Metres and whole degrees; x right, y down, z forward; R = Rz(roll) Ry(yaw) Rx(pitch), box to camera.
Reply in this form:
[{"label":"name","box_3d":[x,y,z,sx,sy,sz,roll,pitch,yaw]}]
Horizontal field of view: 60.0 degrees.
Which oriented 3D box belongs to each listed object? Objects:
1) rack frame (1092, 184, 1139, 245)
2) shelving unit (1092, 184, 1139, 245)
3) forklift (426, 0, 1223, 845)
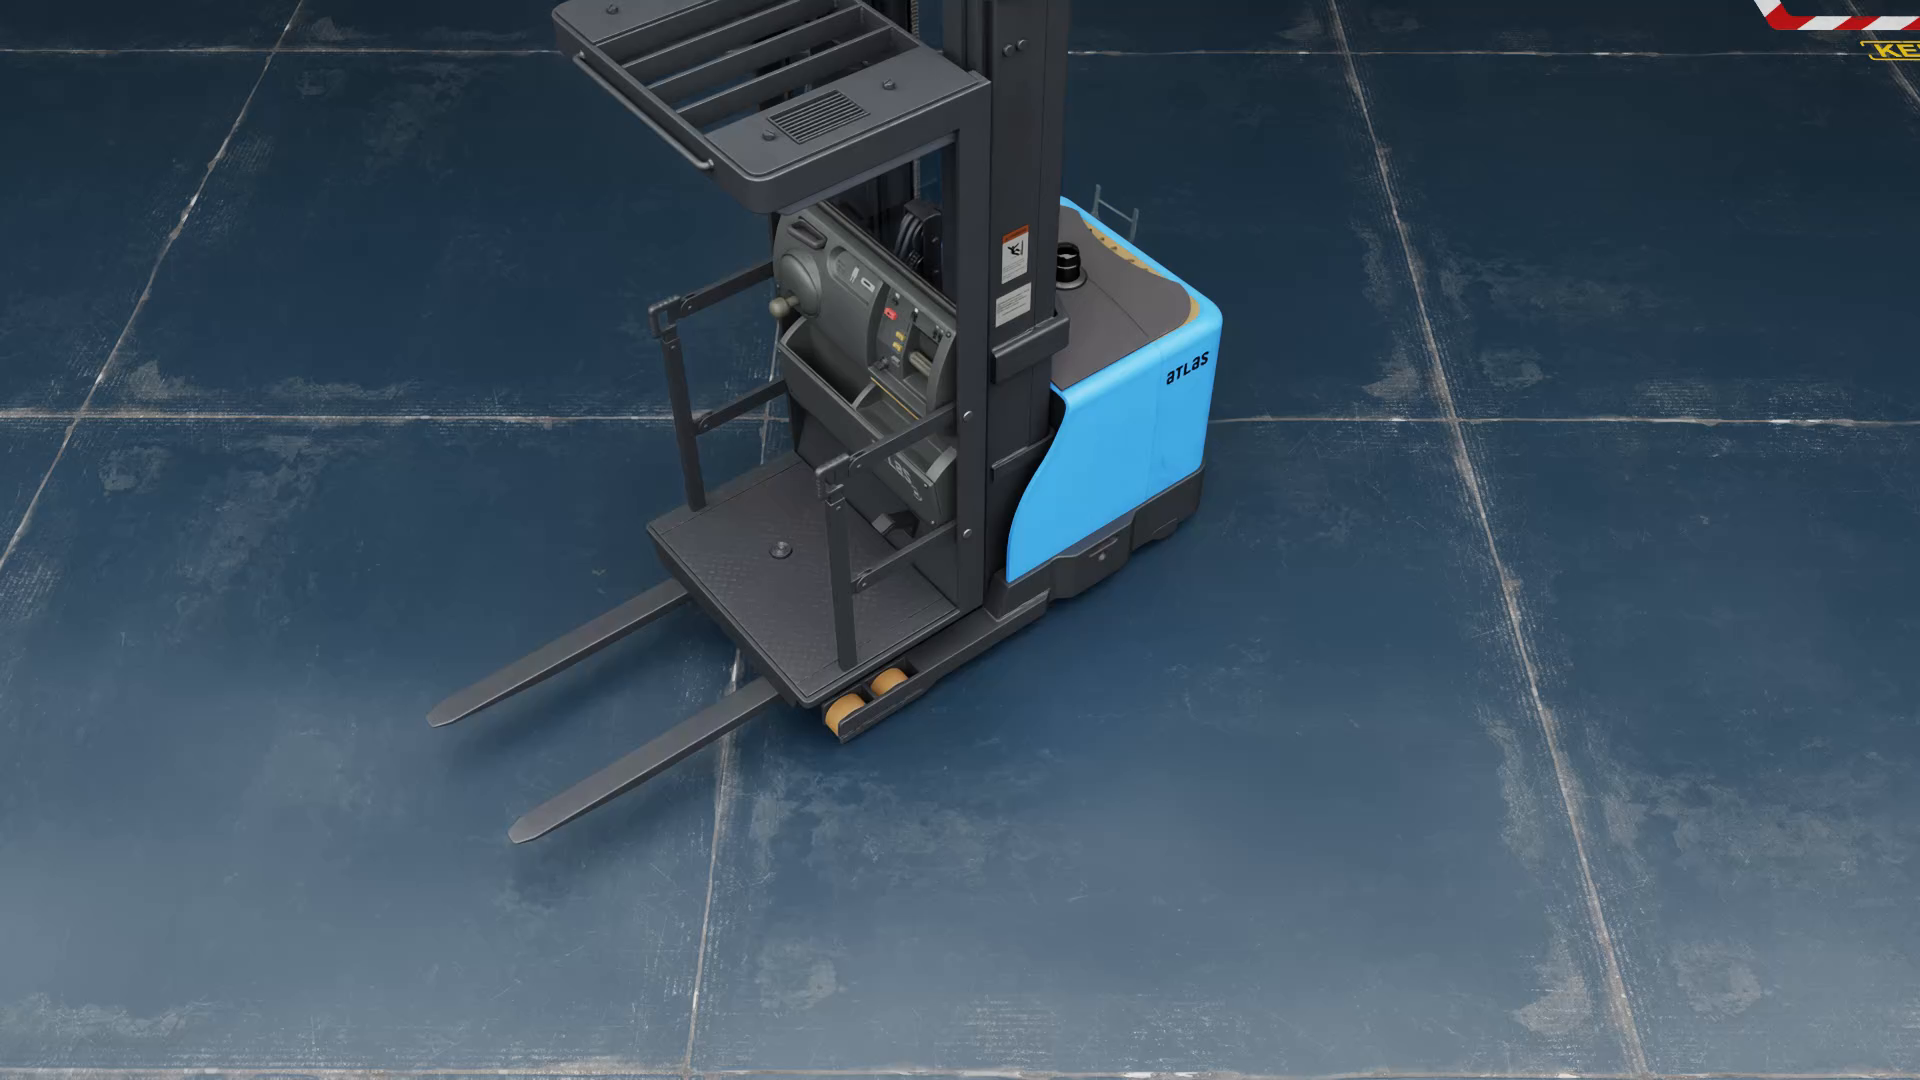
[{"label":"rack frame","box_3d":[0.616,-1.083,7.145,0.006,0.900,0.240,-29,53,-31]},{"label":"shelving unit","box_3d":[0.540,-1.041,7.092,0.210,0.900,0.258,-29,53,-31]},{"label":"forklift","box_3d":[-0.492,-0.715,5.414,3.031,2.935,1.130,-30,54,-25]}]
